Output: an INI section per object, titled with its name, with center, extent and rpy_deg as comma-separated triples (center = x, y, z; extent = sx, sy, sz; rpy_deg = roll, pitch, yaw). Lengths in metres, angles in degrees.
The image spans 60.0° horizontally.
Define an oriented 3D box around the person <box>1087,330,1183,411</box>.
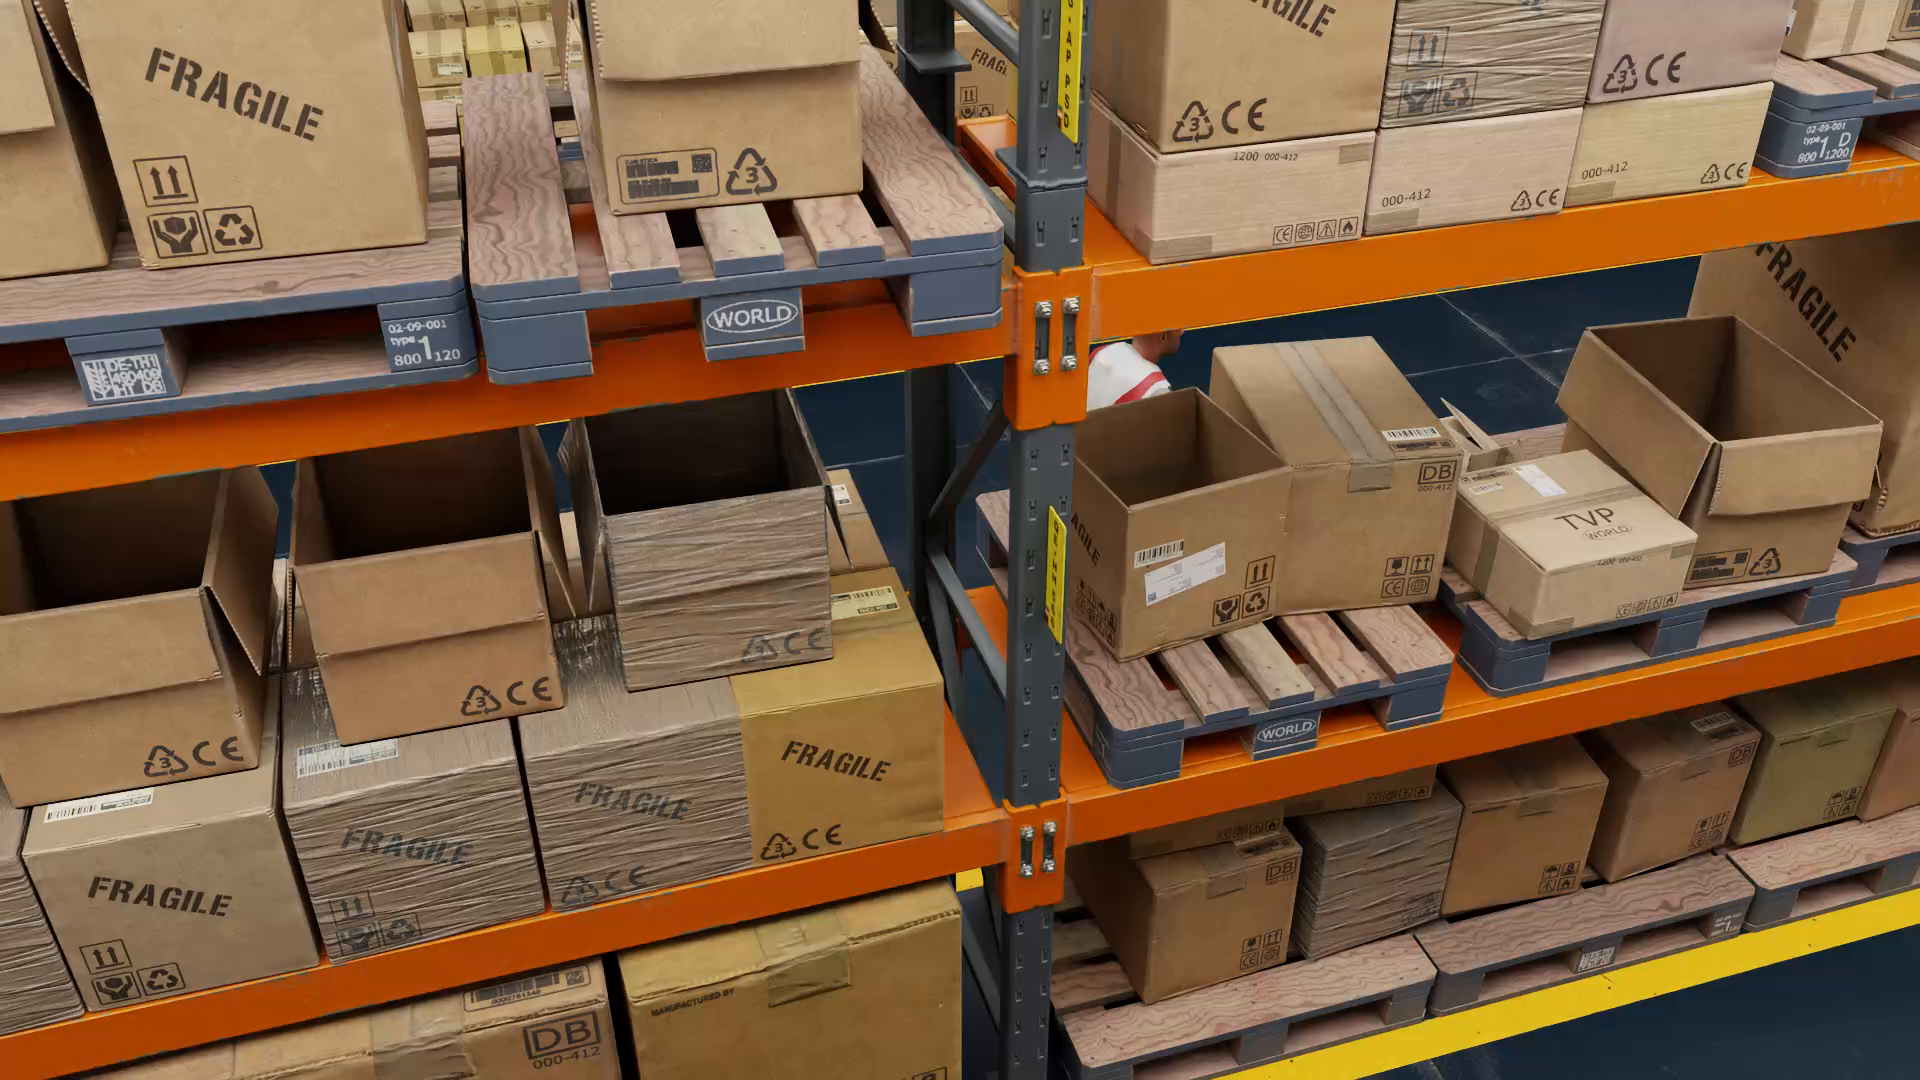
[person]
center = 0.661, -0.141, 6.340
extent = 0.450, 1.778, 0.611
rpy_deg = -12, 35, -17
